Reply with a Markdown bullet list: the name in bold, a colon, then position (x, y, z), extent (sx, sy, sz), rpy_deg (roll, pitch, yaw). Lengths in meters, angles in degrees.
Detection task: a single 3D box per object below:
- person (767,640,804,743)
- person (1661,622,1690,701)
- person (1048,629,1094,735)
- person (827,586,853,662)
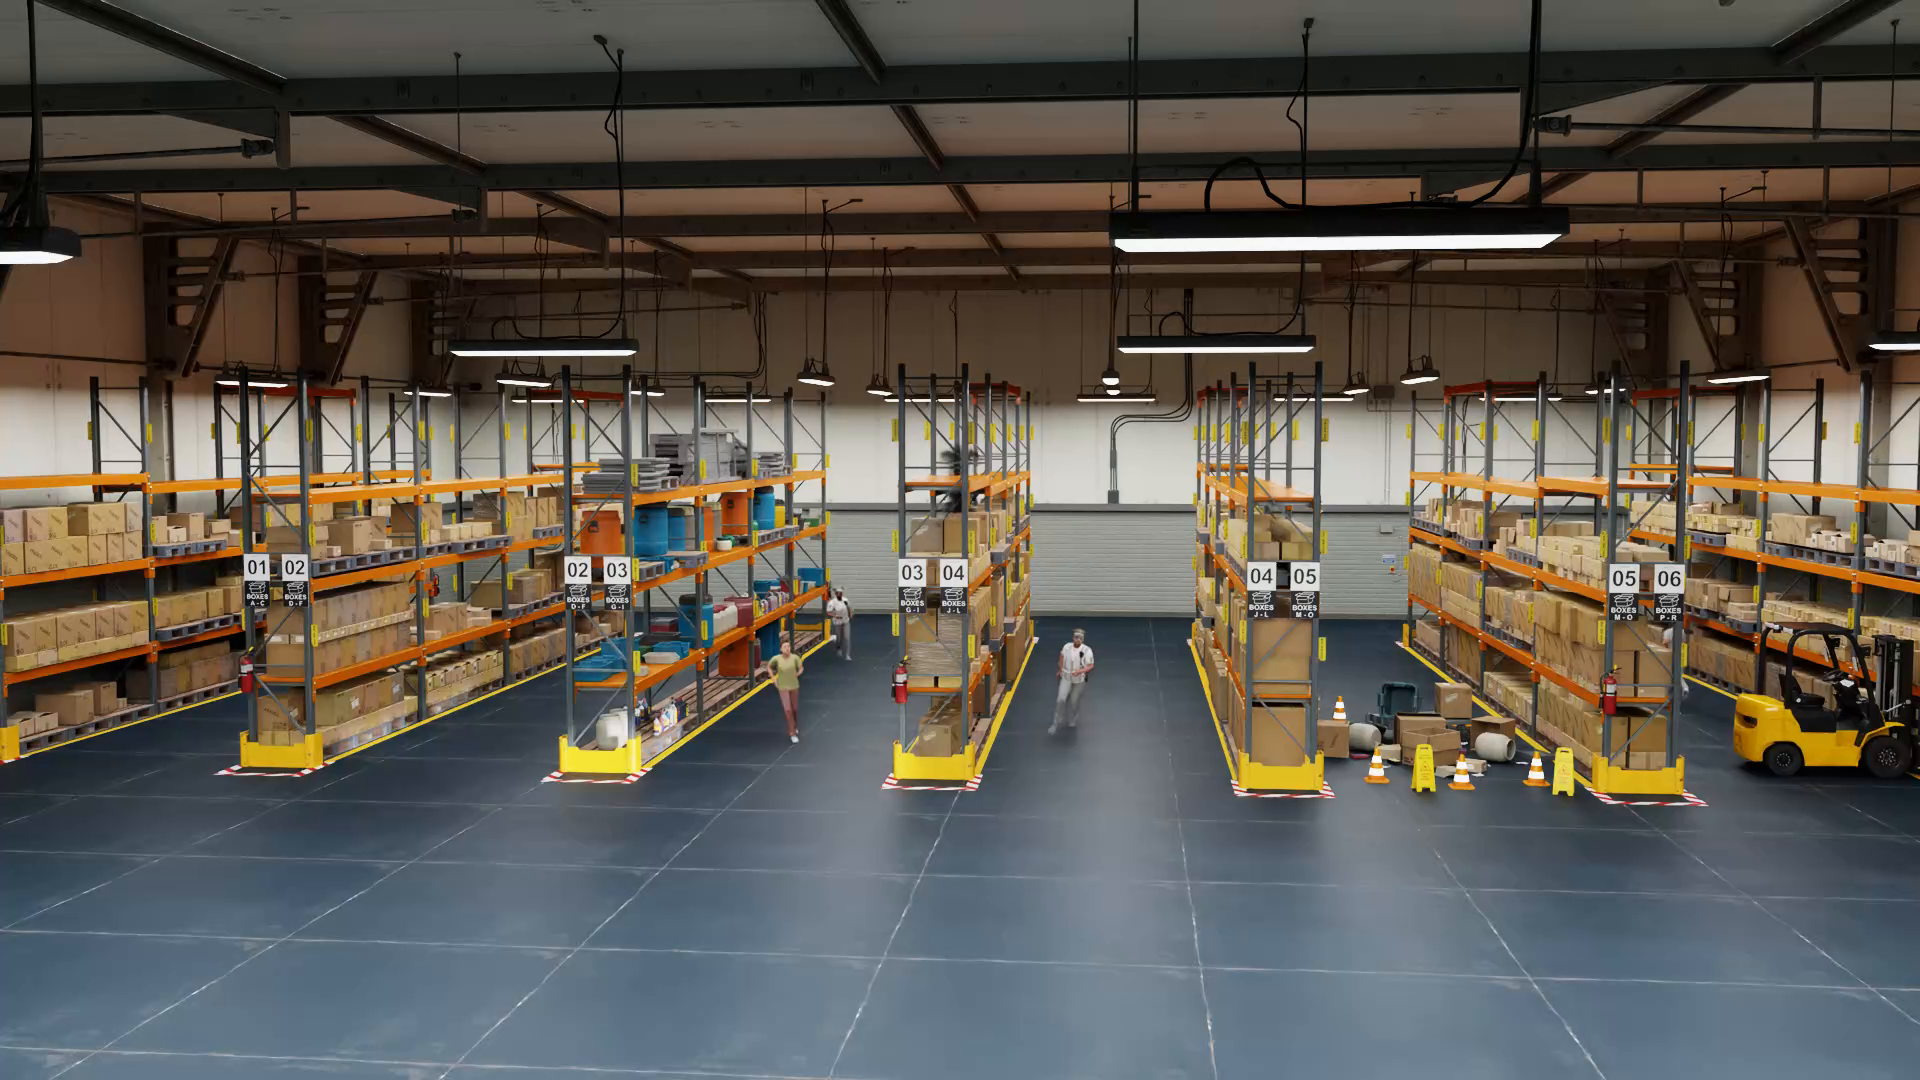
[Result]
- **person**: position (-2.821, 2.425, 27.055), extent (0.578, 1.640, 0.859), rpy_deg (-1, 4, -21)
- **person**: position (13.184, 2.196, 30.765), extent (0.562, 1.643, 0.903), rpy_deg (0, 4, -6)
- **person**: position (1.874, 2.341, 27.764), extent (0.732, 1.755, 0.846), rpy_deg (1, 4, 12)
- **person**: position (-2.657, 1.830, 36.697), extent (0.624, 1.658, 0.834), rpy_deg (-2, 4, -24)
